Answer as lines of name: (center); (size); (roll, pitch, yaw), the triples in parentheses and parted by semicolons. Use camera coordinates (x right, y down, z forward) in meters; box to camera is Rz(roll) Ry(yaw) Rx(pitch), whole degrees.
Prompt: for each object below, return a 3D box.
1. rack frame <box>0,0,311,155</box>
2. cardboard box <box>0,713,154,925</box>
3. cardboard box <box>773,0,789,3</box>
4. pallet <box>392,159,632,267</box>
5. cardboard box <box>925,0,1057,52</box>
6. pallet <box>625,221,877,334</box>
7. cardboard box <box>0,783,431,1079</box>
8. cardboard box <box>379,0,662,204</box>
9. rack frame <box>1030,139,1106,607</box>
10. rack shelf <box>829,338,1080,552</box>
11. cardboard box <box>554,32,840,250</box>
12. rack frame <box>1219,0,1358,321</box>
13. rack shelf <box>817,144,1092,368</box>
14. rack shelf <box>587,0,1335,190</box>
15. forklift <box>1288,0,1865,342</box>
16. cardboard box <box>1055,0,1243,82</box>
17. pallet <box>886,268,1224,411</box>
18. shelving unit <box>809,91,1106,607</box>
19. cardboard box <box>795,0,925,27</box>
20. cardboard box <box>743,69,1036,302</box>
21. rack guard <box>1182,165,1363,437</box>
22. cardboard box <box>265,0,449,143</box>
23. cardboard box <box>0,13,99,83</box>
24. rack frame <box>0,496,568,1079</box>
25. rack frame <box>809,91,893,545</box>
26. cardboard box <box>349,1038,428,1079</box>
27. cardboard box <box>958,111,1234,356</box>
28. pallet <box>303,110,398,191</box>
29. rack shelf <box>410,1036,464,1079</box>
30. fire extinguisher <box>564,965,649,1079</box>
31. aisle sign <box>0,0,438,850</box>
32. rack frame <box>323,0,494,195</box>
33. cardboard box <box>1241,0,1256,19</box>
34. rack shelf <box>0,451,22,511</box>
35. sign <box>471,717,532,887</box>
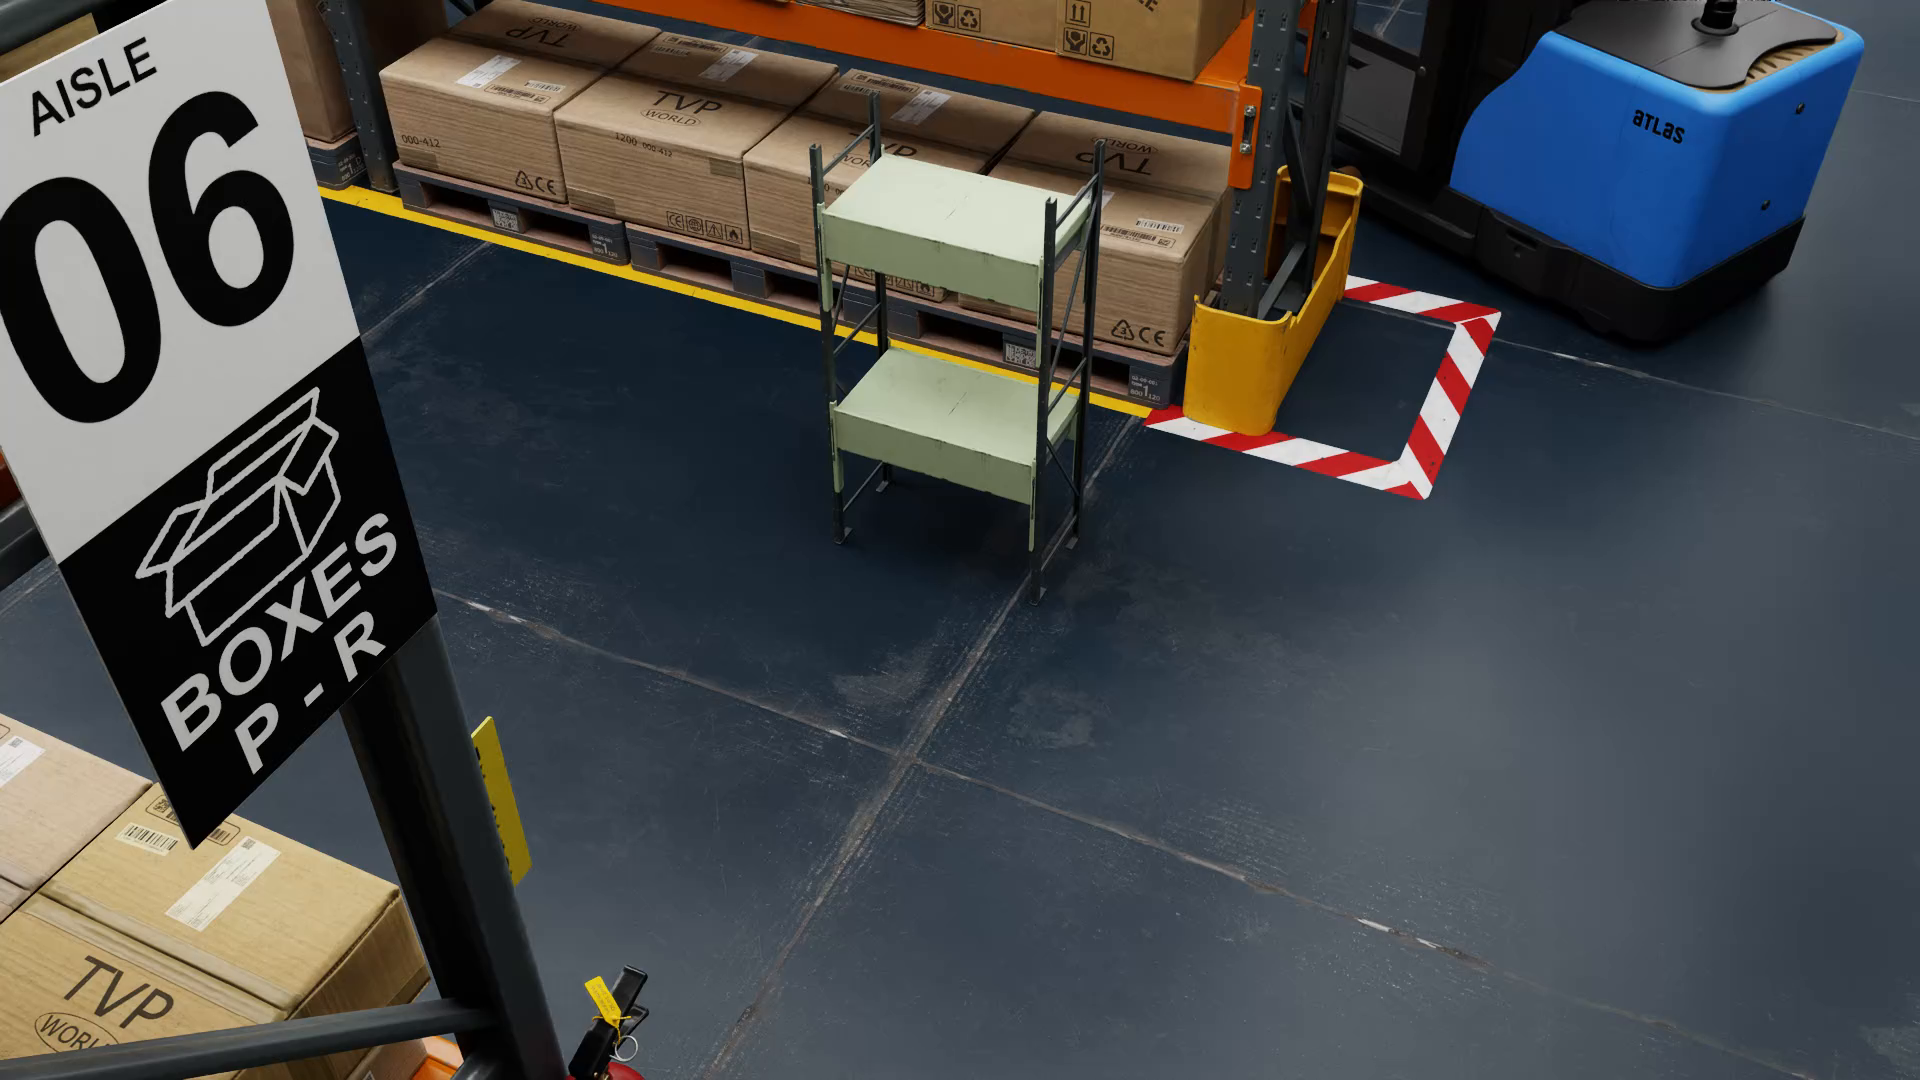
rack frame: (-0.892, -1.225, 0.293); (0.127, 3.000, 1.000); (17, 44, 19)
cardboard box: (-1.646, 0.561, 2.700); (0.500, 0.250, 0.500); (17, 44, 19)
cardboard box: (-0.738, -2.339, 6.083); (0.500, 0.500, 0.500); (18, 44, 20)
pallet: (-1.765, -1.702, 7.553); (1.213, 0.211, 1.003); (17, 44, 19)
cardboard box: (0.206, -2.068, 5.769); (0.500, 0.500, 0.500); (16, 43, 18)
pallet: (-0.656, -1.365, 7.164); (1.213, 0.211, 1.003); (17, 44, 19)
cardboard box: (-1.189, 0.701, 2.539); (0.500, 0.250, 0.500); (17, 44, 19)
cardboard box: (-1.898, -1.966, 7.364); (0.875, 0.438, 0.875); (16, 44, 18)
rack frame: (0.326, -0.467, 5.144); (0.023, 1.500, 0.400); (17, 44, 19)
rack shelf: (-0.006, -0.322, 5.474); (0.720, 0.370, 0.431); (17, 44, 19)
cardboard box: (-1.086, -1.718, 7.078); (0.875, 0.438, 0.875); (16, 43, 17)
rack frame: (1.203, -1.905, 5.658); (0.127, 3.000, 1.000); (17, 44, 19)
rack shelf: (-0.006, -0.863, 5.005); (0.720, 0.370, 0.431); (17, 44, 19)
rack shelf: (-0.609, -2.187, 6.533); (4.000, 0.370, 1.077); (17, 44, 19)
forklift: (2.182, -2.798, 6.741); (1.130, 2.935, 3.031); (-27, 48, -28)
cardboard box: (0.654, -1.920, 5.598); (0.500, 0.500, 0.500); (17, 44, 19)
pallet: (0.446, -1.027, 6.773); (1.213, 0.211, 1.003); (17, 44, 19)
shelving unit: (-0.006, -0.569, 5.261); (0.755, 1.500, 0.431); (17, 44, 19)
cardboard box: (-0.264, -2.204, 5.926); (0.500, 0.500, 0.500); (18, 44, 20)
cardboard box: (-0.270, -1.468, 6.789); (0.875, 0.438, 0.875); (18, 44, 20)
rack guard: (1.225, -0.954, 6.469); (0.348, 0.500, 1.175); (17, 44, 19)
cardboard box: (-3.017, -2.493, 7.638); (0.875, 0.875, 0.875); (18, 44, 20)
cardboard box: (-1.178, -0.432, 1.556); (0.500, 0.250, 0.500); (17, 44, 18)
rack frame: (-0.892, 1.042, 2.258); (0.127, 3.000, 1.000); (17, 44, 19)
rack frame: (-0.338, -0.670, 5.378); (0.023, 1.500, 0.400); (17, 44, 19)
cardboard box: (-1.074, 0.883, 2.633); (0.250, 0.149, 0.380); (17, 44, 18)
cardboard box: (0.563, -1.219, 6.502); (0.875, 0.438, 0.875); (16, 43, 17)
pallet: (-3.153, -2.128, 8.044); (1.213, 0.211, 1.003); (17, 44, 19)
rack shelf: (-2.704, 0.760, 3.132); (4.000, 0.370, 1.077); (17, 44, 19)
fire extinguisher: (-0.563, 0.978, 2.675); (0.183, 0.674, 0.296); (17, 44, 19)
aisle sign: (-0.706, -0.096, 1.586); (0.004, 0.787, 0.394); (17, 44, 19)
rack frame: (-2.421, -3.013, 6.936); (0.127, 3.000, 1.000); (17, 44, 19)
cardboard box: (0.890, -2.246, 5.975); (0.500, 0.500, 0.500); (17, 44, 18)
rack shelf: (-2.704, -0.374, 2.150); (4.000, 0.370, 1.077); (17, 44, 19)
sign: (-0.663, 0.393, 2.346); (0.005, 0.325, 0.100); (17, 44, 19)
